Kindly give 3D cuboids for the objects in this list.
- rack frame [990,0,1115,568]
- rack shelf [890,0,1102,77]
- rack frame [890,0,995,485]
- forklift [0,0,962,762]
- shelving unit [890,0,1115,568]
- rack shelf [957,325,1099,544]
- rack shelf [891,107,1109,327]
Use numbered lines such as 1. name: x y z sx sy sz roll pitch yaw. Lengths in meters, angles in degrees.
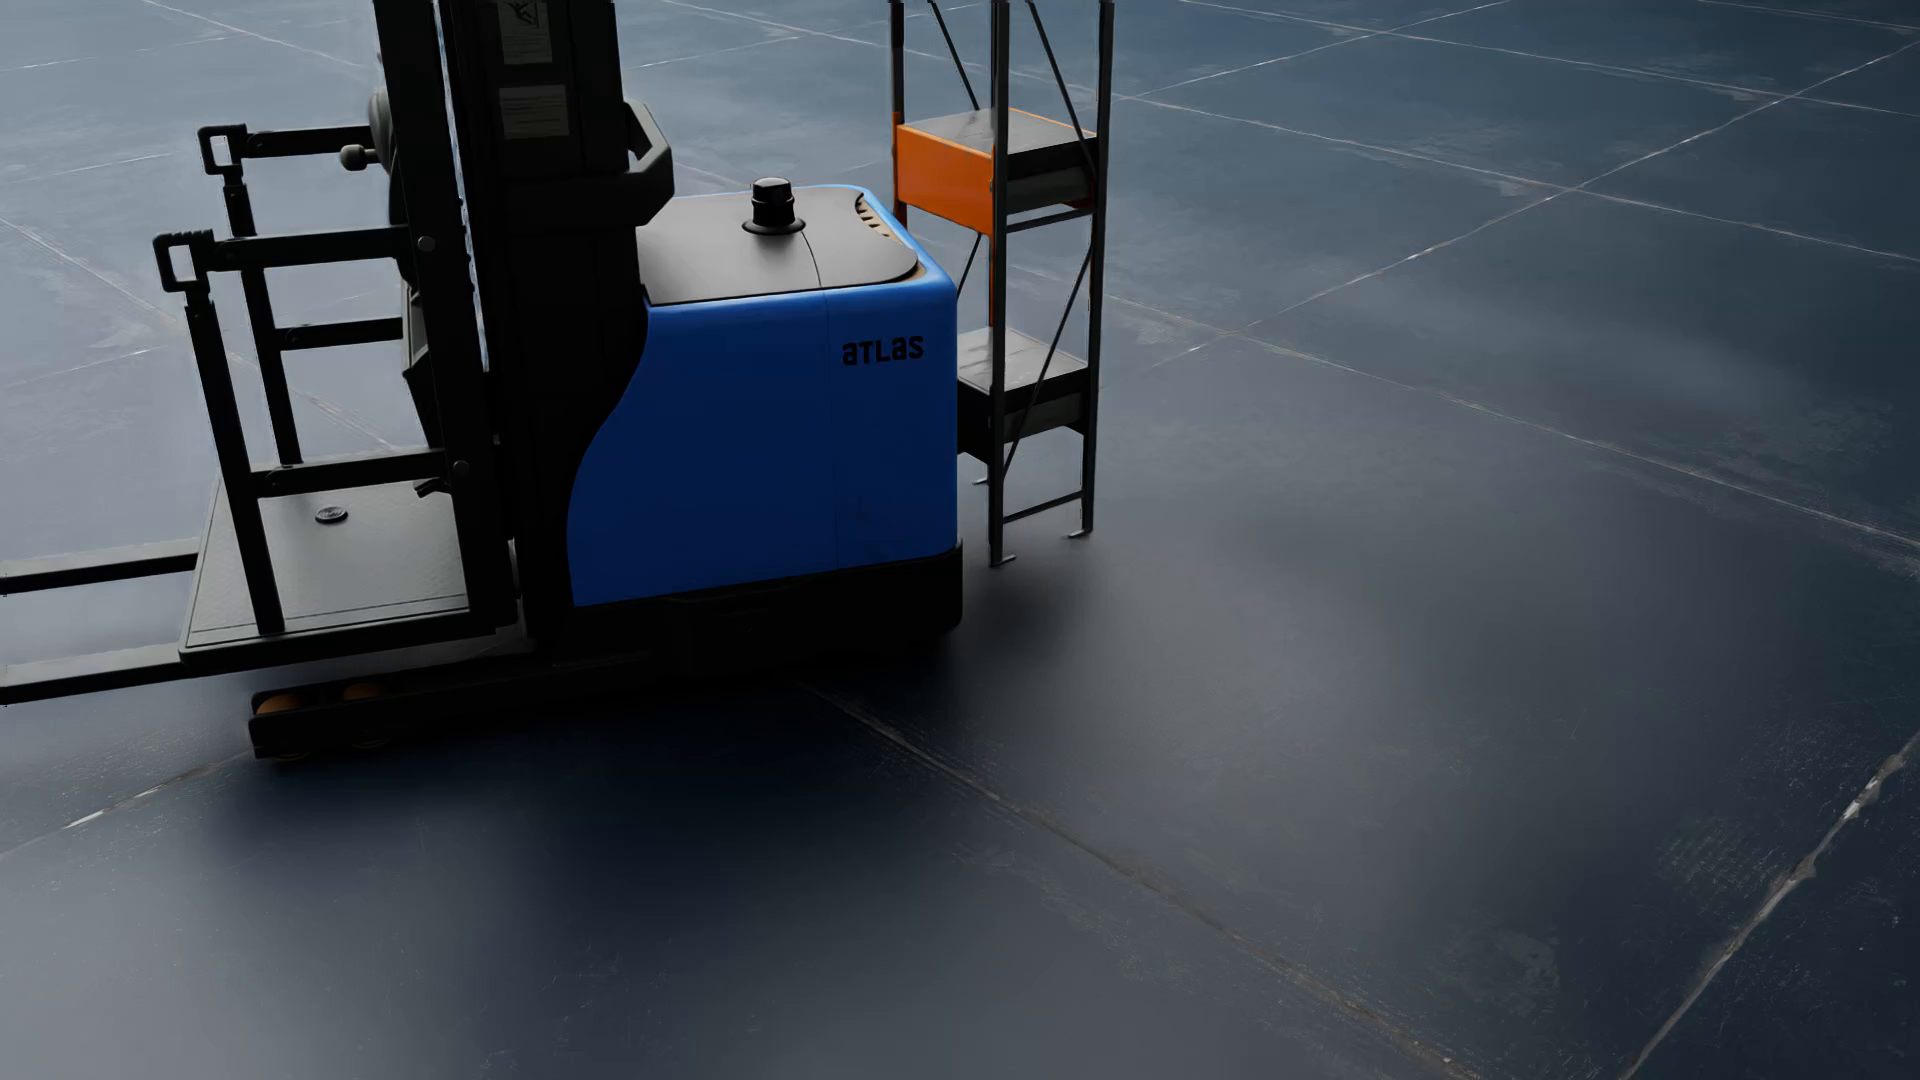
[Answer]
1. rack frame: 0.258 -0.903 4.711 0.400 2.100 0.015 -19 33 -32
2. rack shelf: 0.112 -1.601 4.565 0.431 0.518 0.480 -19 33 -32
3. rack frame: -0.035 -1.085 5.057 0.400 2.100 0.015 -19 33 -32
4. forklift: -1.569 -1.014 4.030 3.031 2.935 1.130 -8 29 -15
5. shelving unit: 0.112 -0.994 4.884 0.431 2.100 0.503 -19 33 -32
6. rack shelf: 0.112 -0.362 5.216 0.431 0.518 0.480 -19 33 -32
7. rack shelf: 0.112 -0.982 4.891 0.431 0.518 0.480 -19 33 -32
